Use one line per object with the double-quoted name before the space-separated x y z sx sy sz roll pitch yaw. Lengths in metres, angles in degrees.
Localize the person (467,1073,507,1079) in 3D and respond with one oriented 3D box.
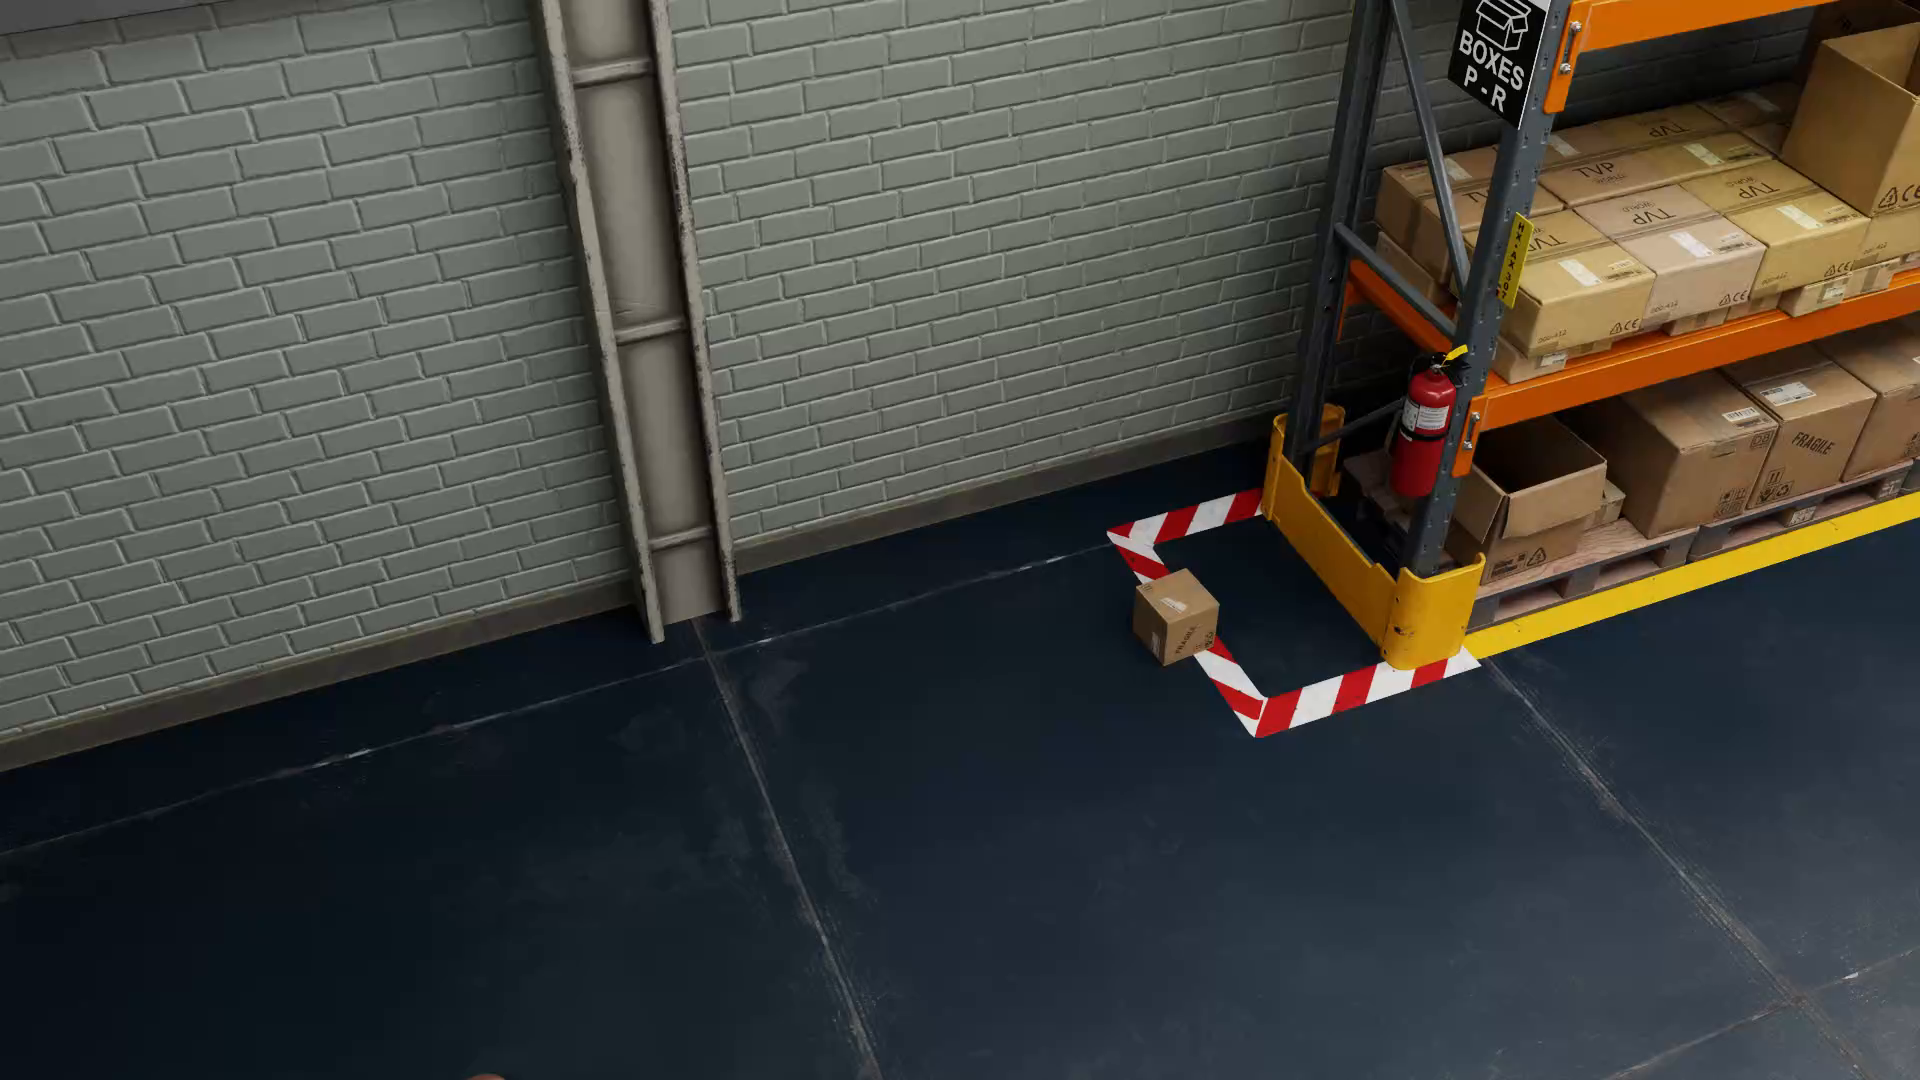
"person" -1.092 1.909 3.999 0.546 1.691 0.923 17 44 18
